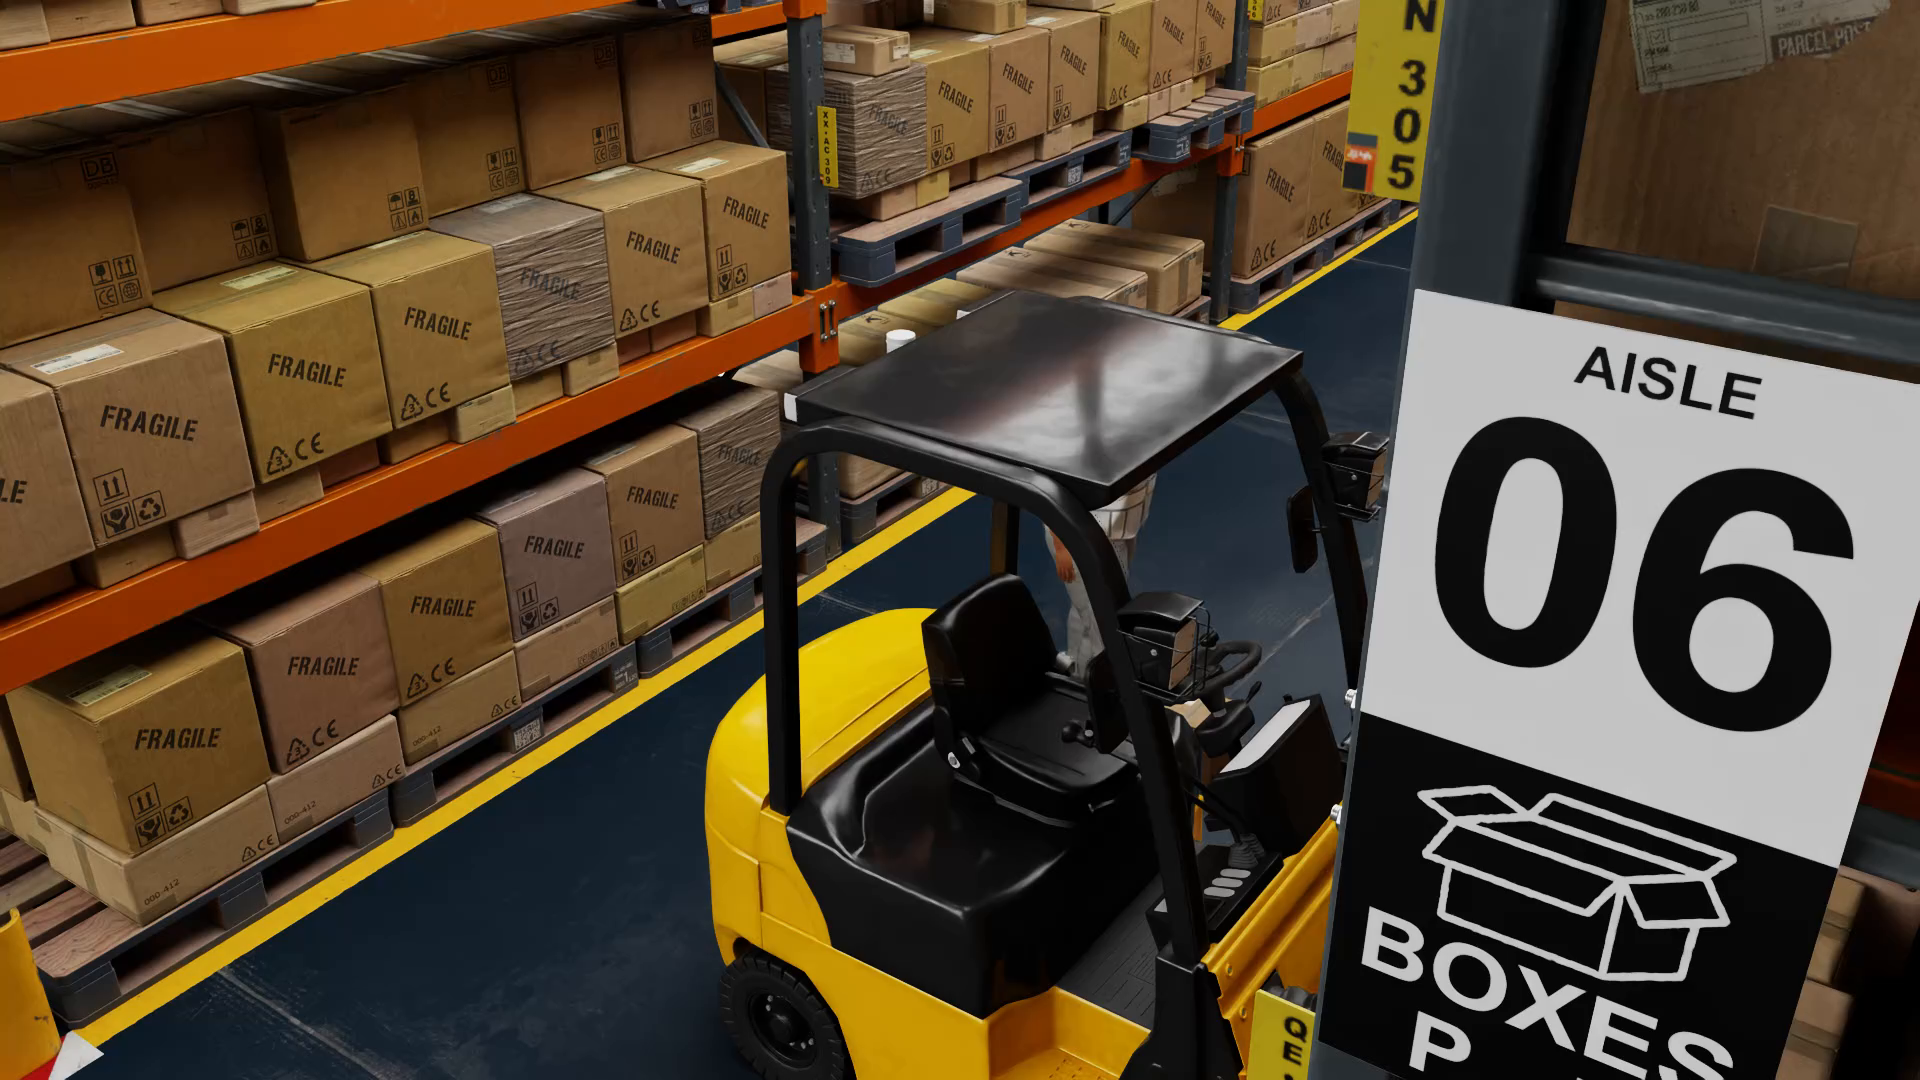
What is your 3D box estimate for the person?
[{"bbox_3d":[0.628,-0.022,6.161,0.551,1.676,0.528,12,30,23],"label":"person"}]
